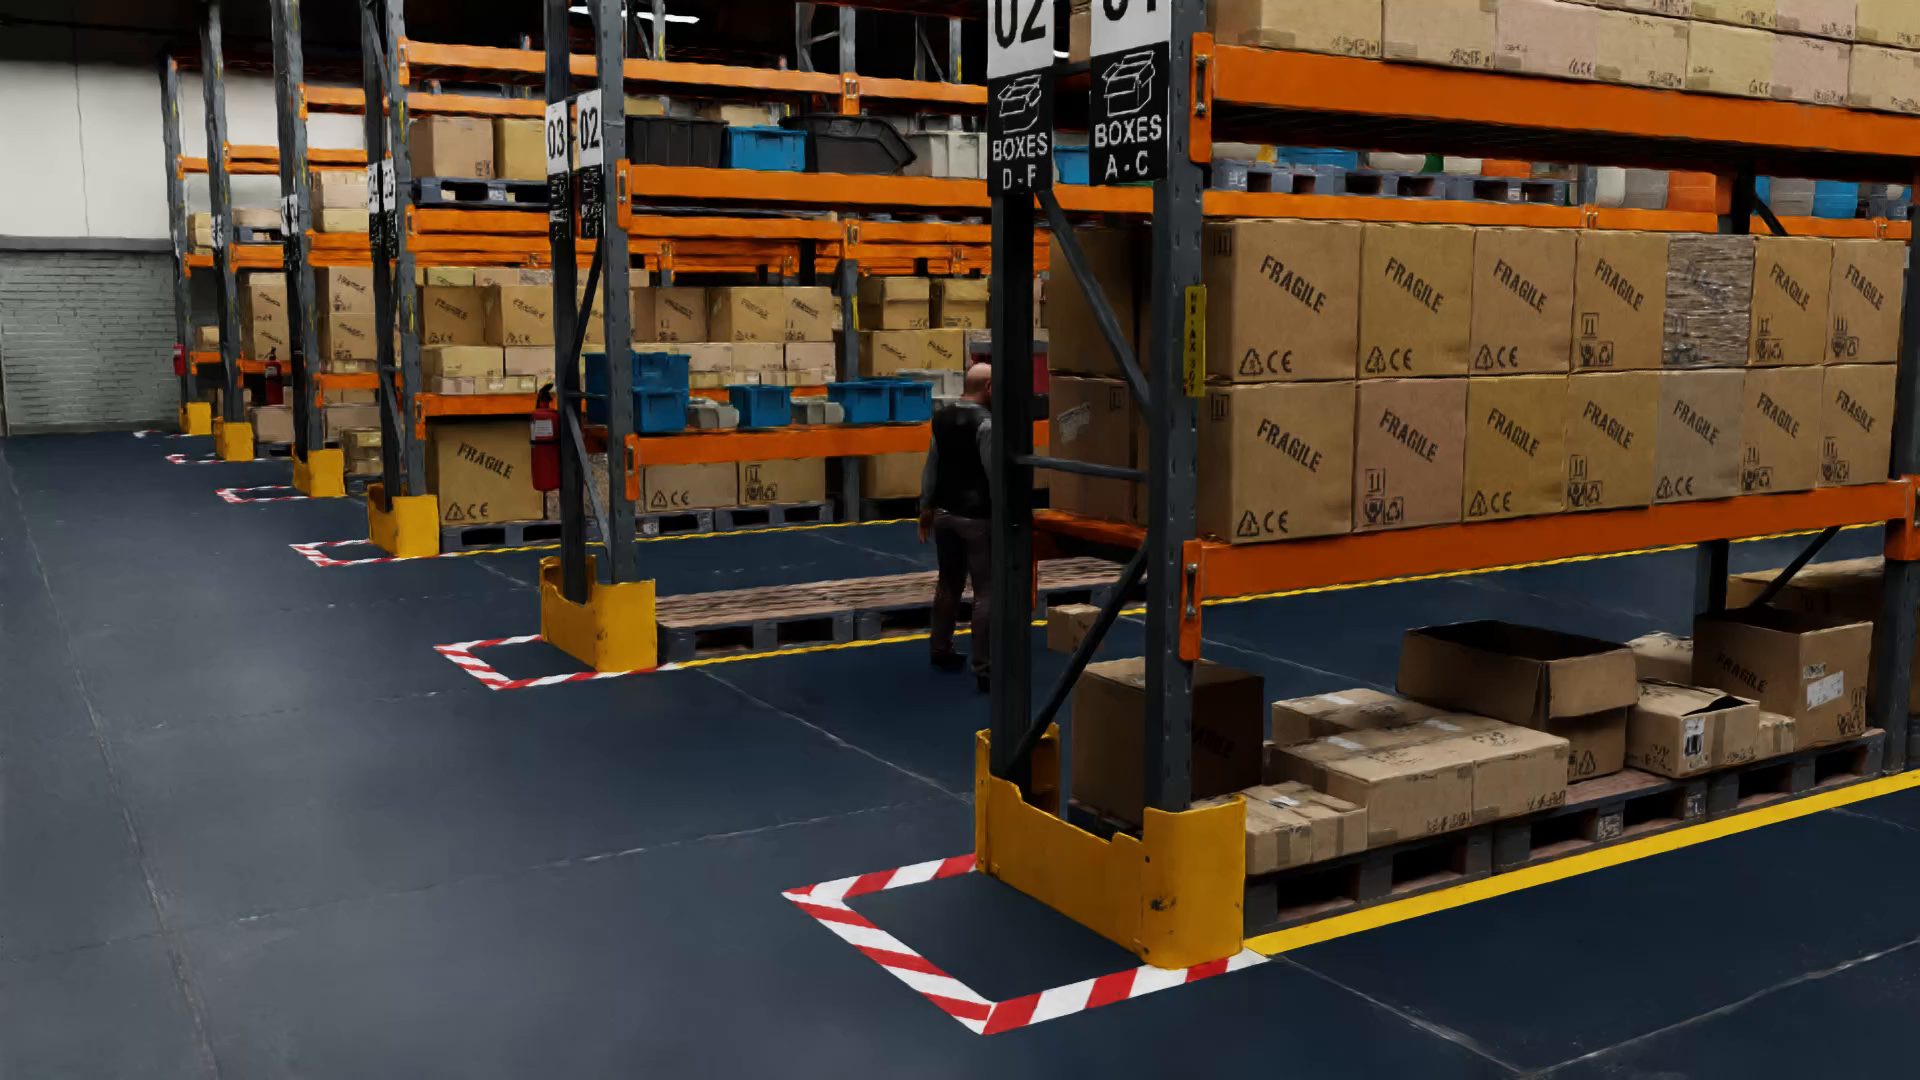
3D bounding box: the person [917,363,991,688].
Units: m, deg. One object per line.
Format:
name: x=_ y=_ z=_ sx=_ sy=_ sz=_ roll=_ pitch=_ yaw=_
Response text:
person: x=0.069 y=-0.102 z=9.007 sx=0.469 sy=1.714 sz=0.699 roll=-8 pitch=11 yaw=-44
